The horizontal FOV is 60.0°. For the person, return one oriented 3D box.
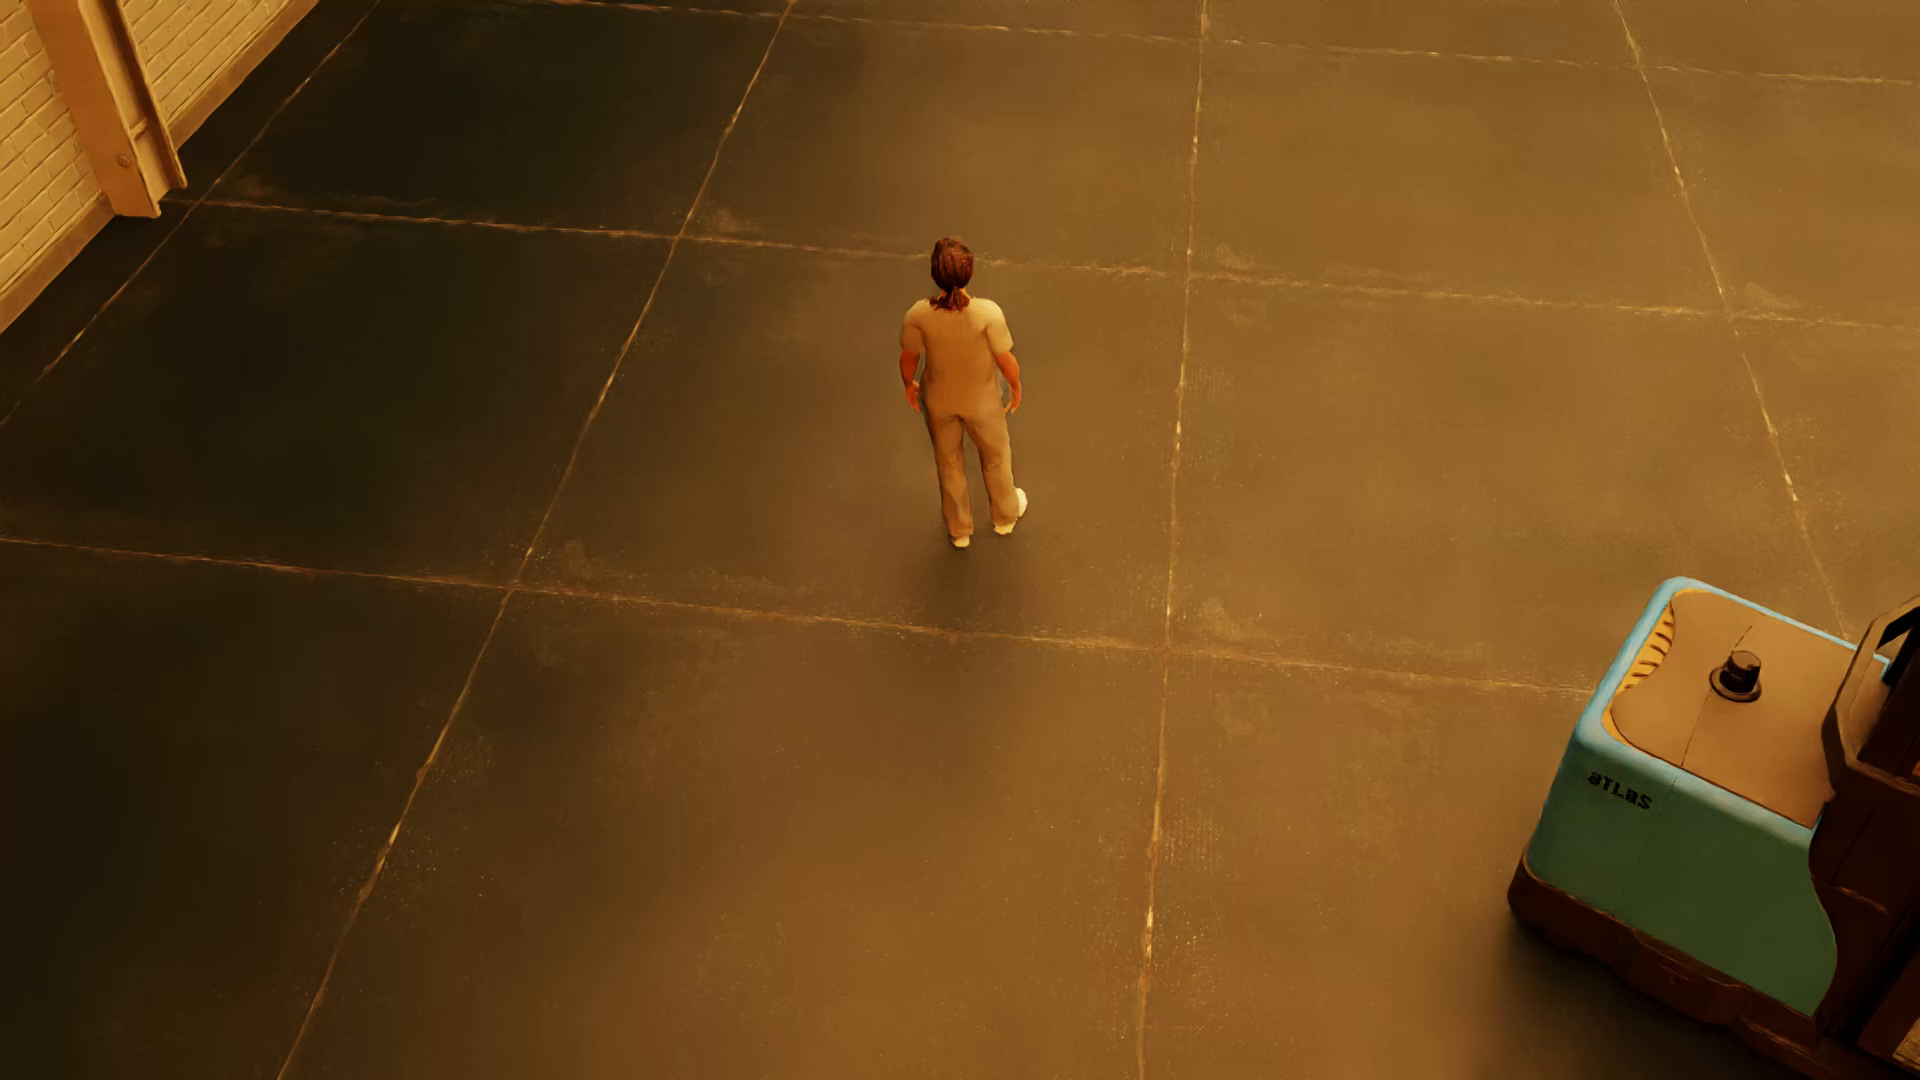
[{"bbox_3d":[0.023,-0.671,7.372,0.550,1.674,0.548,5,43,6],"label":"person"}]

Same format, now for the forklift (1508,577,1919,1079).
[{"bbox_3d":[3.565,0.677,4.988,3.031,2.935,1.130,26,49,26],"label":"forklift"}]
